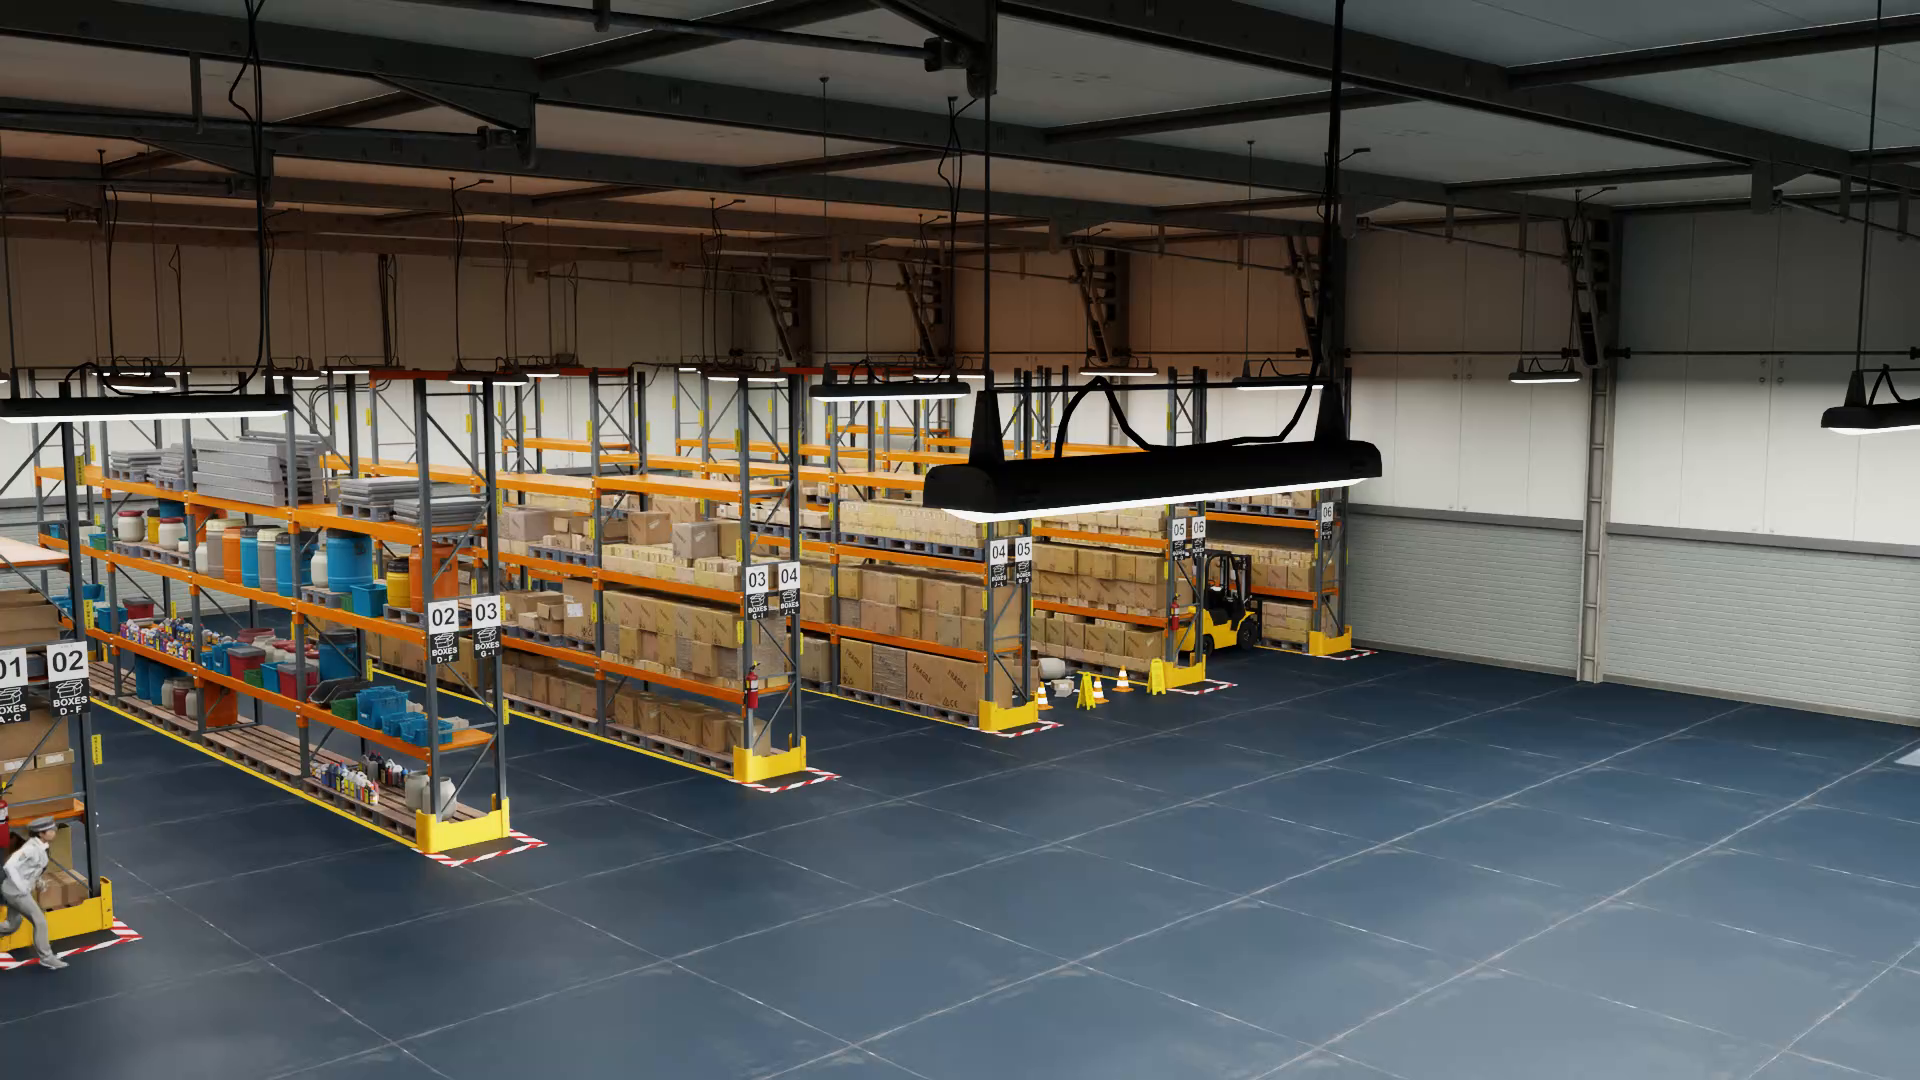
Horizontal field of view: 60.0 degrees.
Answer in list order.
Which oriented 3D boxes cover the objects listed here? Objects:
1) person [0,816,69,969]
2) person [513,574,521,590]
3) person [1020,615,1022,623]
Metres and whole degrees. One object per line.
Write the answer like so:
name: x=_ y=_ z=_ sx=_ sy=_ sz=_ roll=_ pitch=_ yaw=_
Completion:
person: x=-9.677 y=3.649 z=16.966 sx=0.944 sy=1.632 sz=0.643 roll=-1 pitch=7 yaw=-10
person: x=-10.673 y=0.939 z=40.752 sx=0.576 sy=1.614 sz=0.572 roll=6 pitch=9 yaw=42
person: x=1.135 y=1.190 z=37.981 sx=0.711 sy=1.756 sz=0.727 roll=-6 pitch=9 yaw=-43
